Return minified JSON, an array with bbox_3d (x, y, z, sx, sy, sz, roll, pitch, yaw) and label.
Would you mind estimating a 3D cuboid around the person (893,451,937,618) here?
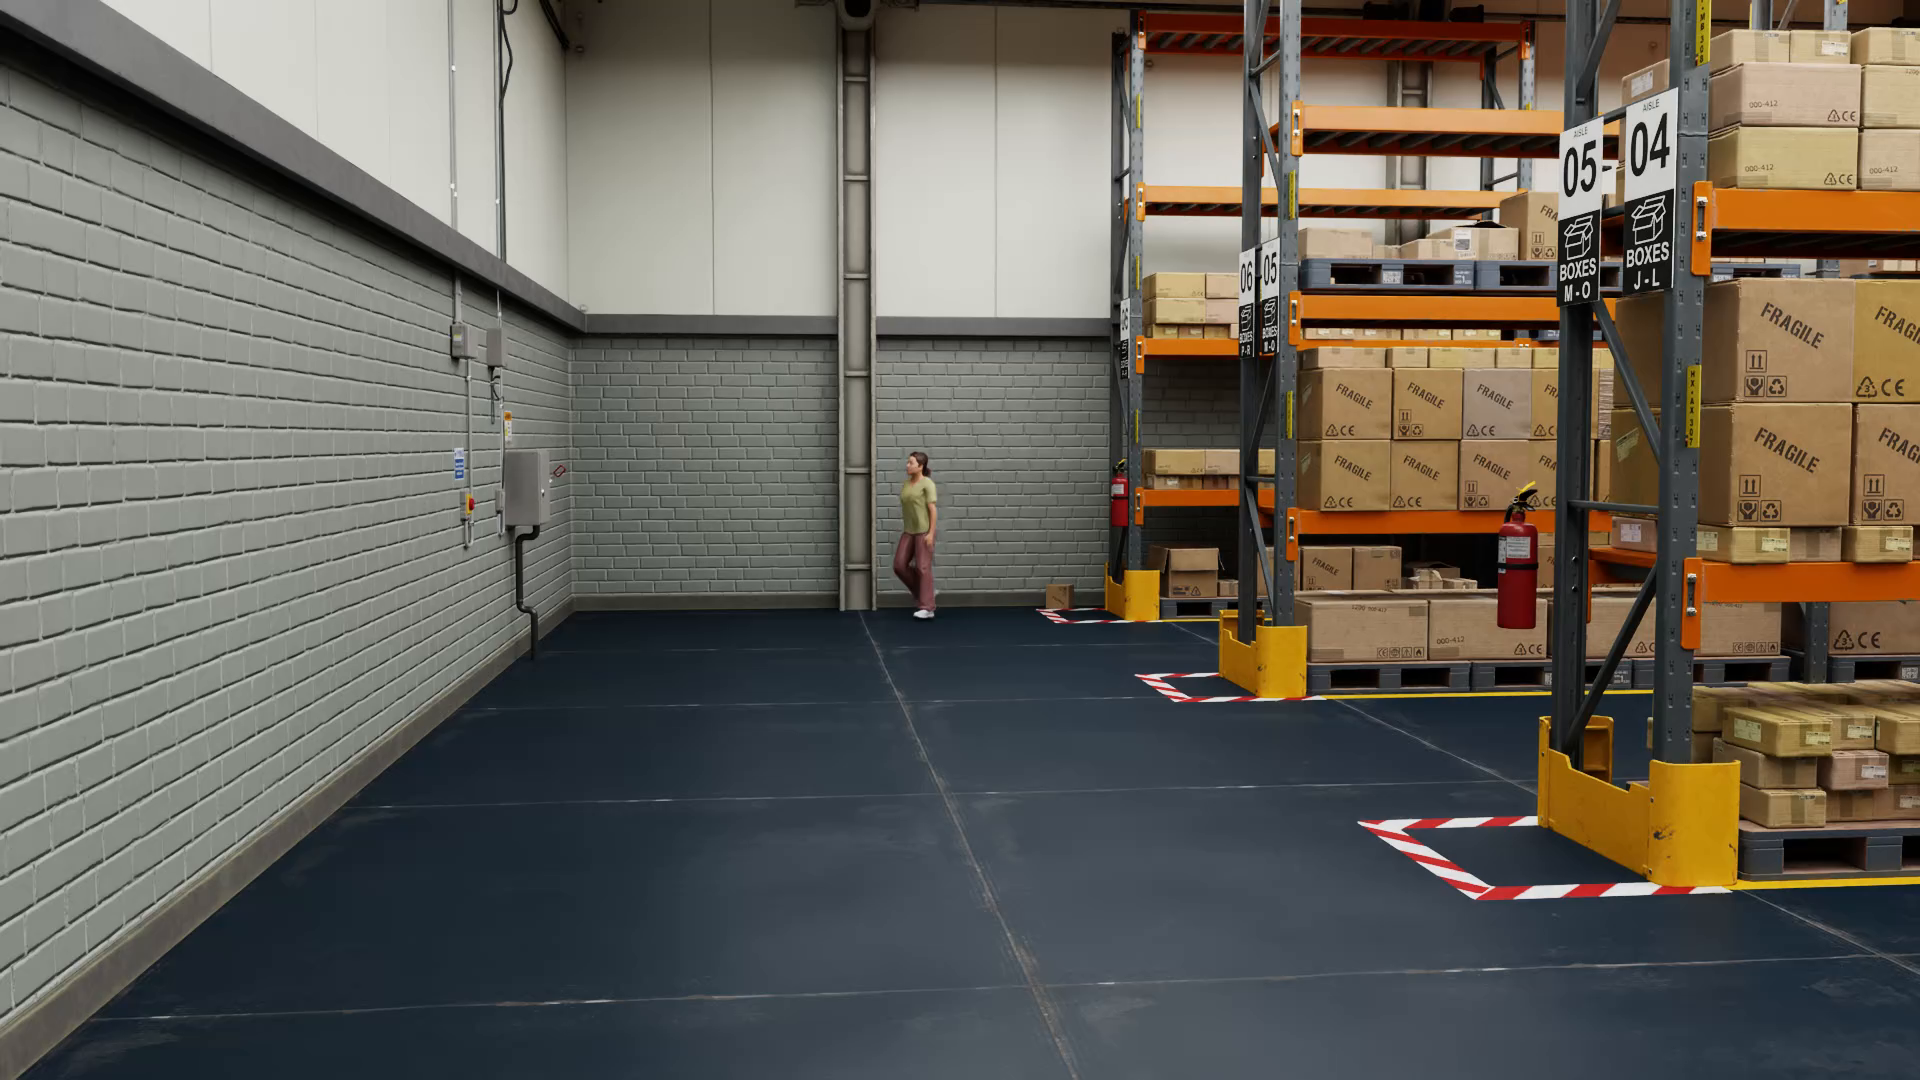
[{"bbox_3d":[-0.394,-0.058,16.624,0.500,1.659,0.482,3,5,43],"label":"person"}]
